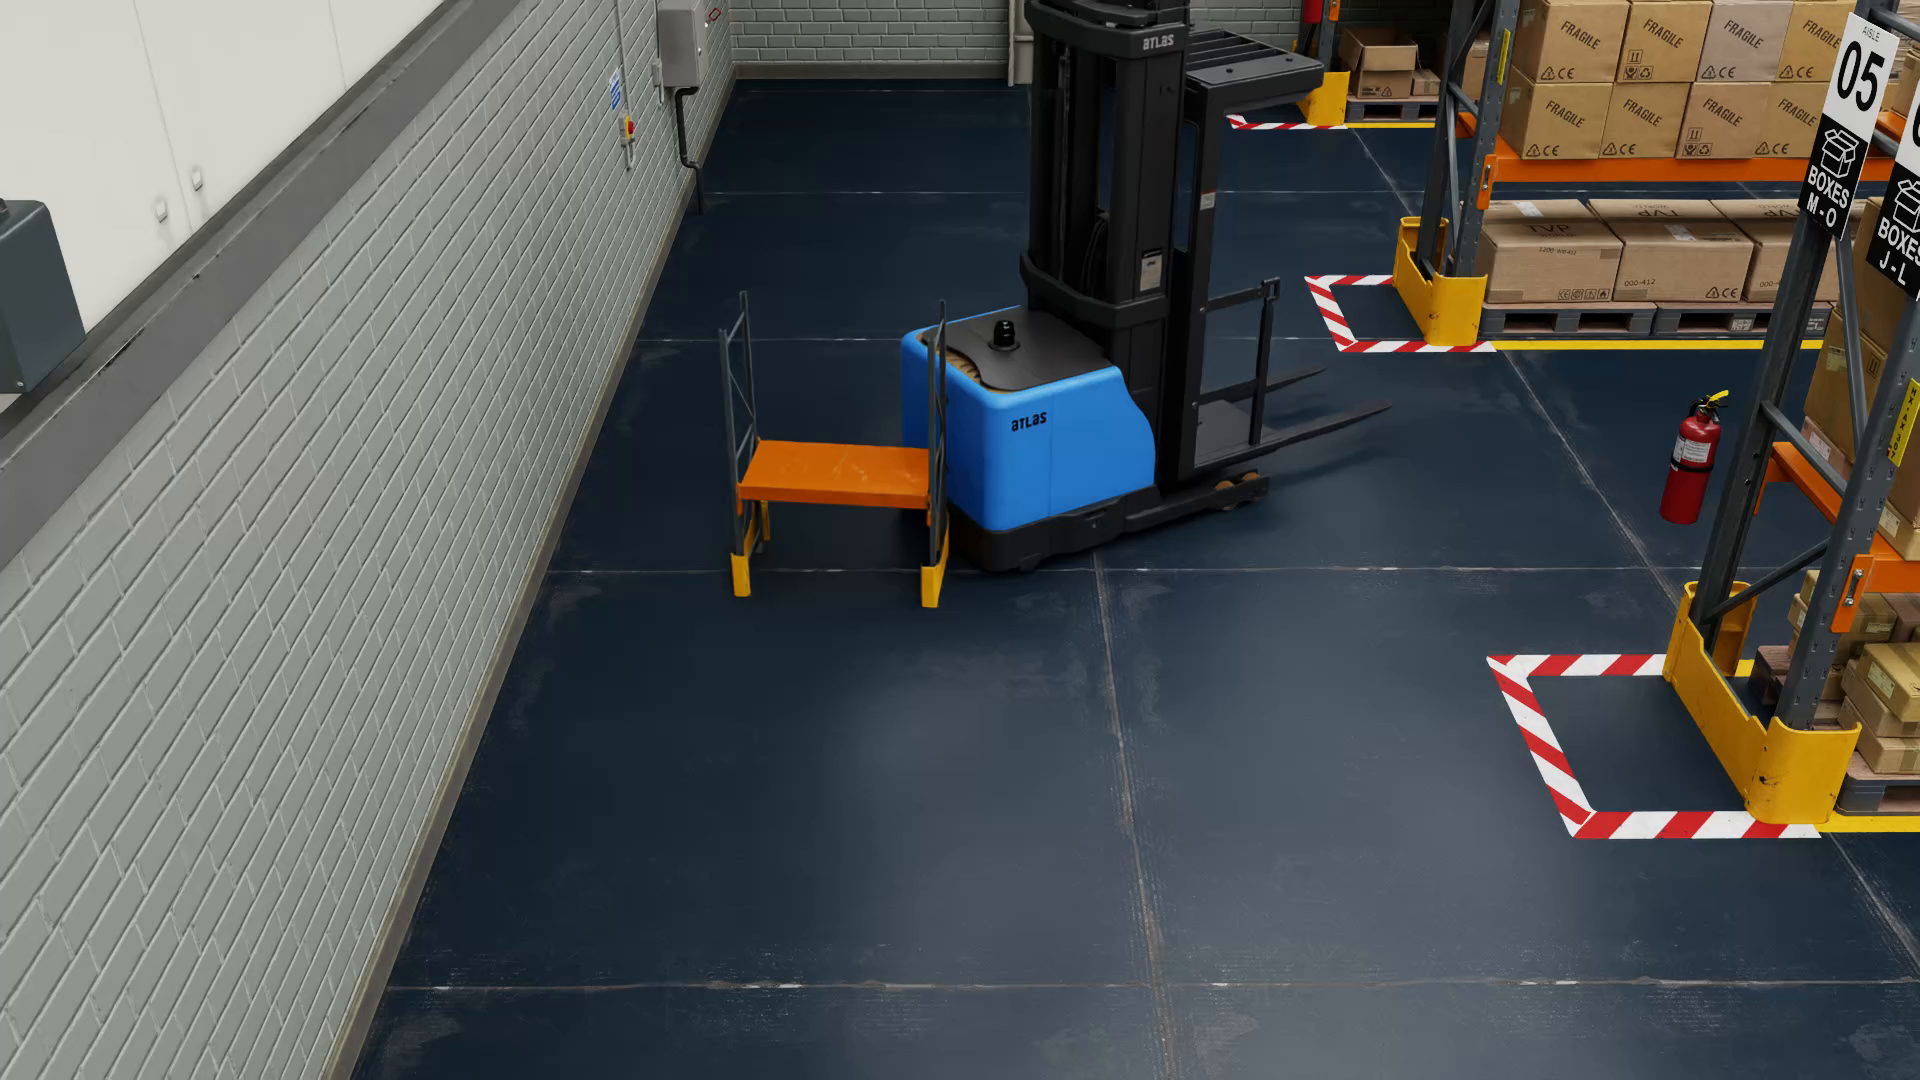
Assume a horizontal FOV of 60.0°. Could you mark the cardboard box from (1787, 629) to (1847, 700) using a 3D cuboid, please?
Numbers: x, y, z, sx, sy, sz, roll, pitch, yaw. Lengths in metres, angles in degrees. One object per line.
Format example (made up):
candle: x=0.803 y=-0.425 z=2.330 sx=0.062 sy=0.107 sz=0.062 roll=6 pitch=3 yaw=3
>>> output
cardboard box: x=4.072 y=0.577 z=7.750 sx=0.250 sy=0.149 sz=0.380 roll=0 pitch=31 yaw=1

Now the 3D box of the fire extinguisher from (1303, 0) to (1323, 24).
fire extinguisher: x=3.238 y=-5.061 z=15.134 sx=0.183 sy=0.674 sz=0.296 roll=0 pitch=31 yaw=0

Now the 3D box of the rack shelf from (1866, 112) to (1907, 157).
rack shelf: x=5.547 y=-1.333 z=6.357 sx=4.000 sy=0.370 sz=1.077 roll=0 pitch=31 yaw=0

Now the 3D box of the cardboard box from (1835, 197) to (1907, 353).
cardboard box: x=4.003 y=-1.080 z=6.791 sx=0.500 sy=0.500 sz=0.500 roll=-1 pitch=31 yaw=-1

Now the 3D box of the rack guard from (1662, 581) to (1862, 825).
rack guard: x=3.623 y=0.716 z=7.587 sx=0.348 sy=0.500 sz=1.175 roll=0 pitch=31 yaw=0

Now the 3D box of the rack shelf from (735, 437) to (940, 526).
rack shelf: x=-0.618 y=-0.310 z=8.662 sx=1.000 sy=0.185 sz=0.538 roll=3 pitch=31 yaw=5

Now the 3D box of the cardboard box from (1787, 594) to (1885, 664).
cardboard box: x=4.073 y=0.410 z=7.739 sx=0.250 sy=0.149 sz=0.380 roll=-1 pitch=31 yaw=-2

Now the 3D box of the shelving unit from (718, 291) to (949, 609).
shelving unit: x=-0.627 y=-0.464 z=8.569 sx=1.083 sy=1.500 sz=0.587 roll=3 pitch=31 yaw=5

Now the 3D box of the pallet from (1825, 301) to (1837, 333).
pallet: x=6.655 y=-1.778 z=11.977 sx=1.213 sy=0.211 sz=1.003 roll=0 pitch=31 yaw=0

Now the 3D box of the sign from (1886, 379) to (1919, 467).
sign: x=3.550 y=-0.441 z=6.250 sx=0.005 sy=0.325 sz=0.100 roll=0 pitch=31 yaw=0

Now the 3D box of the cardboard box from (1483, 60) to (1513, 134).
cardboard box: x=3.897 y=-3.101 z=11.373 sx=0.500 sy=0.500 sz=0.500 roll=0 pitch=31 yaw=0

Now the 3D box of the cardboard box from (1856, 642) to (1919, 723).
cardboard box: x=4.073 y=0.608 z=7.127 sx=0.250 sy=0.149 sz=0.380 roll=-2 pitch=31 yaw=-3

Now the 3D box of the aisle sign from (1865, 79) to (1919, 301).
aisle sign: x=3.476 y=-1.308 z=6.007 sx=0.004 sy=0.787 sz=0.394 roll=0 pitch=31 yaw=0

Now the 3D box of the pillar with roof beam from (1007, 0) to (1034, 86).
pillar with roof beam: x=0.707 y=-6.285 z=10.933 sx=0.400 sy=9.000 sz=9.100 roll=0 pitch=31 yaw=0

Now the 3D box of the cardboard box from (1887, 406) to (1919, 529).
cardboard box: x=3.998 y=-0.380 z=6.601 sx=0.500 sy=0.500 sz=0.500 roll=1 pitch=31 yaw=2

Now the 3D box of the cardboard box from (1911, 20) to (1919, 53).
cardboard box: x=4.006 y=-1.917 z=6.289 sx=0.500 sy=0.250 sz=0.500 roll=-1 pitch=31 yaw=-2

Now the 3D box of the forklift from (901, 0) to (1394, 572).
forklift: x=1.191 y=-1.640 z=9.128 sx=3.031 sy=2.935 sz=1.130 roll=-17 pitch=35 yaw=-26

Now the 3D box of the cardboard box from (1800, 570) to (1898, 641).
cardboard box: x=4.075 y=0.300 z=7.634 sx=0.250 sy=0.149 sz=0.380 roll=0 pitch=31 yaw=0

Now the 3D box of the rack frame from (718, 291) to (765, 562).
rack frame: x=-1.123 y=-0.492 z=8.615 sx=0.032 sy=1.500 sz=0.500 roll=3 pitch=31 yaw=5

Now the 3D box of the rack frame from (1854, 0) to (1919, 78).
rack frame: x=3.547 y=-2.917 z=5.382 sx=0.127 sy=3.000 sz=1.000 roll=0 pitch=31 yaw=0

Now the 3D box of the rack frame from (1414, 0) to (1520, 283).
rack frame: x=3.416 y=-2.919 z=11.170 sx=0.127 sy=3.000 sz=1.000 roll=0 pitch=31 yaw=0

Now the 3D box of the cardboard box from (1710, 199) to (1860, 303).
cardboard box: x=5.892 y=-2.067 z=11.829 sx=0.875 sy=0.438 sz=0.875 roll=-1 pitch=31 yaw=-2

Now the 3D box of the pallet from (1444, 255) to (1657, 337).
pallet: x=4.215 y=-1.770 z=11.964 sx=1.213 sy=0.211 sz=1.003 roll=0 pitch=31 yaw=0

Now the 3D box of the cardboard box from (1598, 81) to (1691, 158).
cardboard box: x=4.404 y=-2.831 z=10.927 sx=0.500 sy=0.500 sz=0.500 roll=-1 pitch=31 yaw=-1

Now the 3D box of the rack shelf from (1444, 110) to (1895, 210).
rack shelf: x=5.416 y=-2.618 z=11.367 sx=4.000 sy=0.370 sz=1.077 roll=0 pitch=31 yaw=0

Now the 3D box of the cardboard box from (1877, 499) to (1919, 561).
cardboard box: x=3.873 y=-0.076 z=6.725 sx=0.250 sy=0.149 sz=0.380 roll=0 pitch=31 yaw=-1

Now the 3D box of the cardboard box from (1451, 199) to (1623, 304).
cardboard box: x=4.076 y=-2.057 z=11.814 sx=0.875 sy=0.438 sz=0.875 roll=-1 pitch=31 yaw=-2

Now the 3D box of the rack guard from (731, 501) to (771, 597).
rack guard: x=-1.122 y=0.042 z=8.939 sx=0.087 sy=0.250 sz=0.587 roll=3 pitch=31 yaw=5

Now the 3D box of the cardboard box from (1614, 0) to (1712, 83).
cardboard box: x=4.414 y=-3.249 z=10.652 sx=0.500 sy=0.500 sz=0.500 roll=-1 pitch=31 yaw=-2

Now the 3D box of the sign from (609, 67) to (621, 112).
sign: x=-2.283 y=-2.980 z=11.009 sx=0.001 sy=0.218 sz=0.327 roll=0 pitch=31 yaw=0

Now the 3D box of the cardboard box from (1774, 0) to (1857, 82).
cardboard box: x=5.428 y=-3.256 z=10.665 sx=0.500 sy=0.500 sz=0.500 roll=0 pitch=31 yaw=0

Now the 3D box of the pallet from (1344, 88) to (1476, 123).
pallet: x=4.256 y=-4.305 z=16.142 sx=1.213 sy=0.211 sz=1.003 roll=0 pitch=31 yaw=0

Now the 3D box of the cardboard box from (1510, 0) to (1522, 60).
cardboard box: x=3.897 y=-3.515 z=11.091 sx=0.500 sy=0.500 sz=0.500 roll=1 pitch=31 yaw=1

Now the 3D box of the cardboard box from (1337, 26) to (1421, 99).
cardboard box: x=3.995 y=-4.559 z=15.874 sx=0.637 sy=0.503 sz=0.797 roll=-1 pitch=31 yaw=-2

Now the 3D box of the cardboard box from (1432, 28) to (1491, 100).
cardboard box: x=4.850 y=-4.540 z=15.846 sx=0.500 sy=0.500 sz=0.700 roll=1 pitch=31 yaw=2

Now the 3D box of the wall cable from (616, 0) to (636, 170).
wall cable: x=-2.222 y=-3.337 z=10.849 sx=0.123 sy=1.953 sz=0.585 roll=0 pitch=31 yaw=0

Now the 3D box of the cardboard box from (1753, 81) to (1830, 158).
cardboard box: x=5.413 y=-2.833 z=10.931 sx=0.500 sy=0.500 sz=0.500 roll=1 pitch=31 yaw=1
